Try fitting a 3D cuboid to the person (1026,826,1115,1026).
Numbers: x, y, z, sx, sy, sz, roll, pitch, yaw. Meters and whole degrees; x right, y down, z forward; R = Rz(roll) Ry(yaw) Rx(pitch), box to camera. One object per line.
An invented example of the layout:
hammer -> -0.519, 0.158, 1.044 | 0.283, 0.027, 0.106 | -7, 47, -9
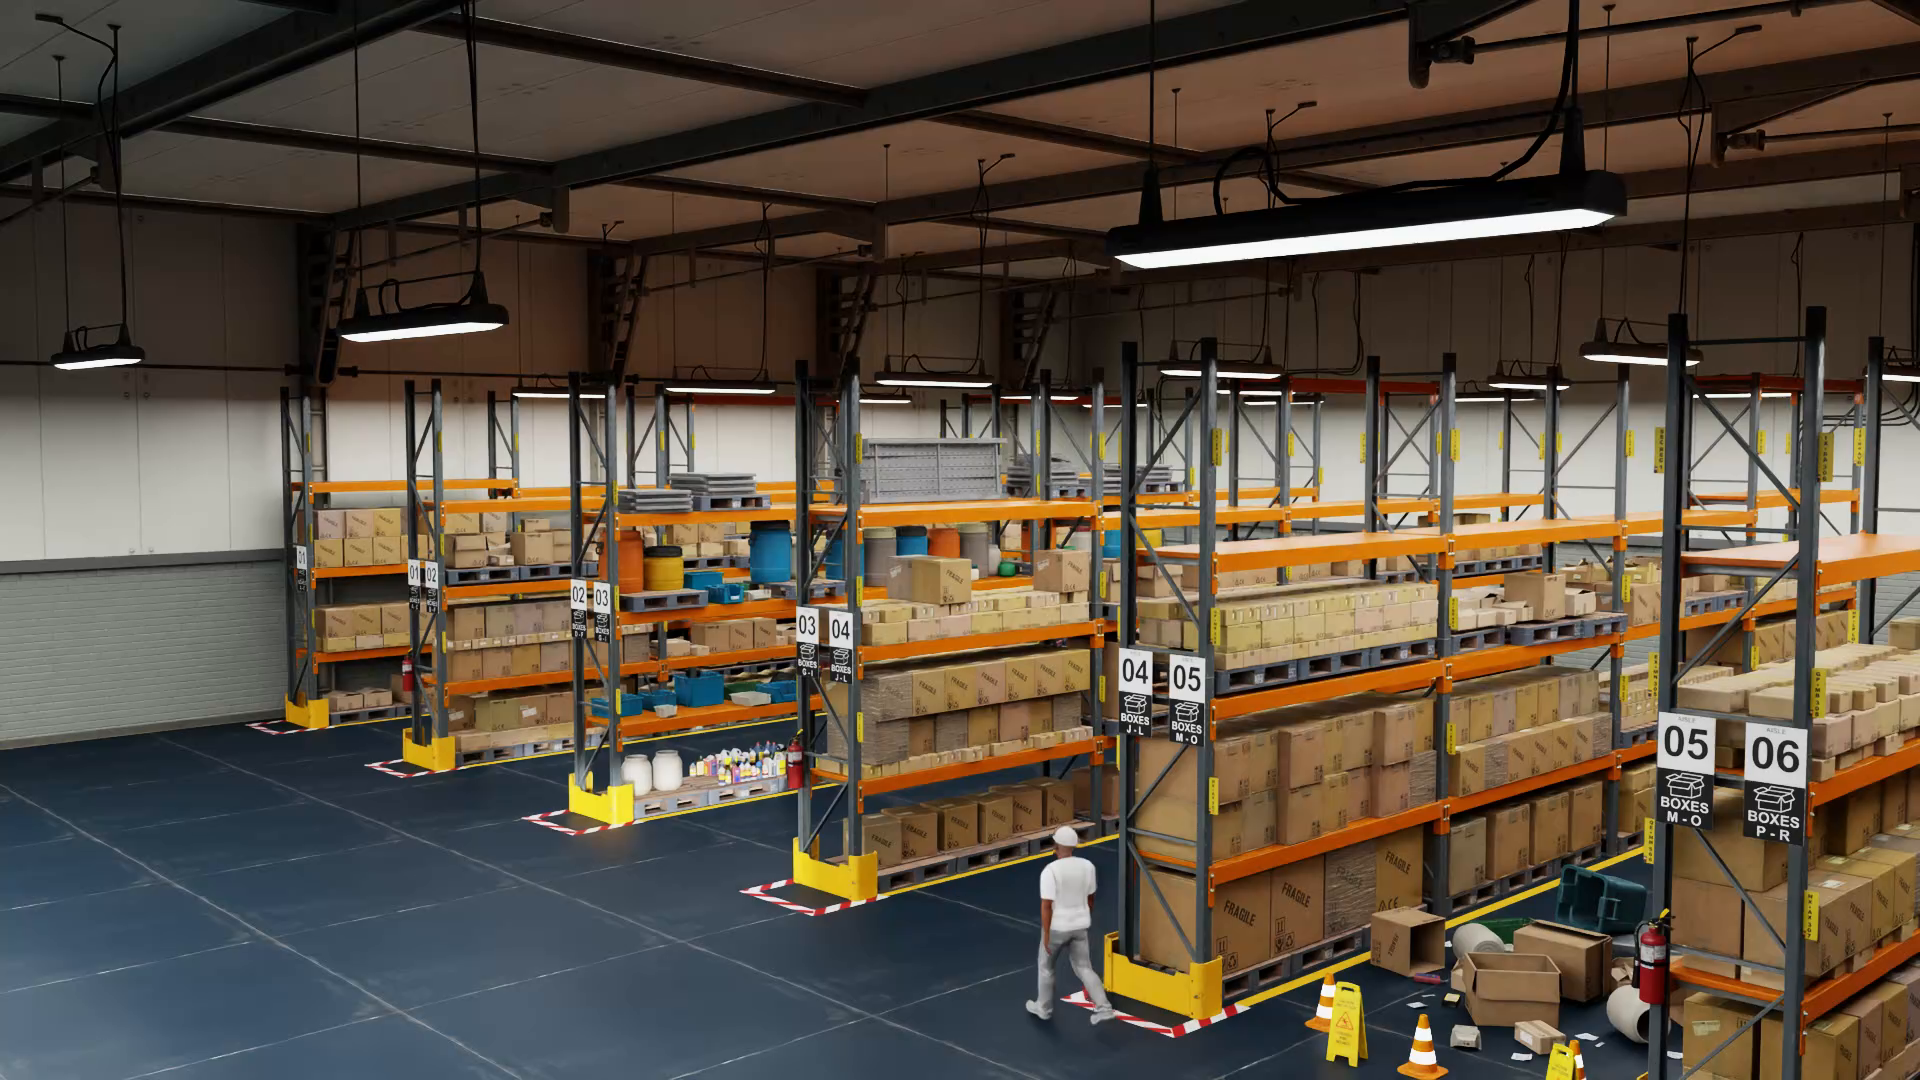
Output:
person -> 0.941, 3.368, 14.468 | 0.569, 1.736, 0.980 | -2, 4, -30
